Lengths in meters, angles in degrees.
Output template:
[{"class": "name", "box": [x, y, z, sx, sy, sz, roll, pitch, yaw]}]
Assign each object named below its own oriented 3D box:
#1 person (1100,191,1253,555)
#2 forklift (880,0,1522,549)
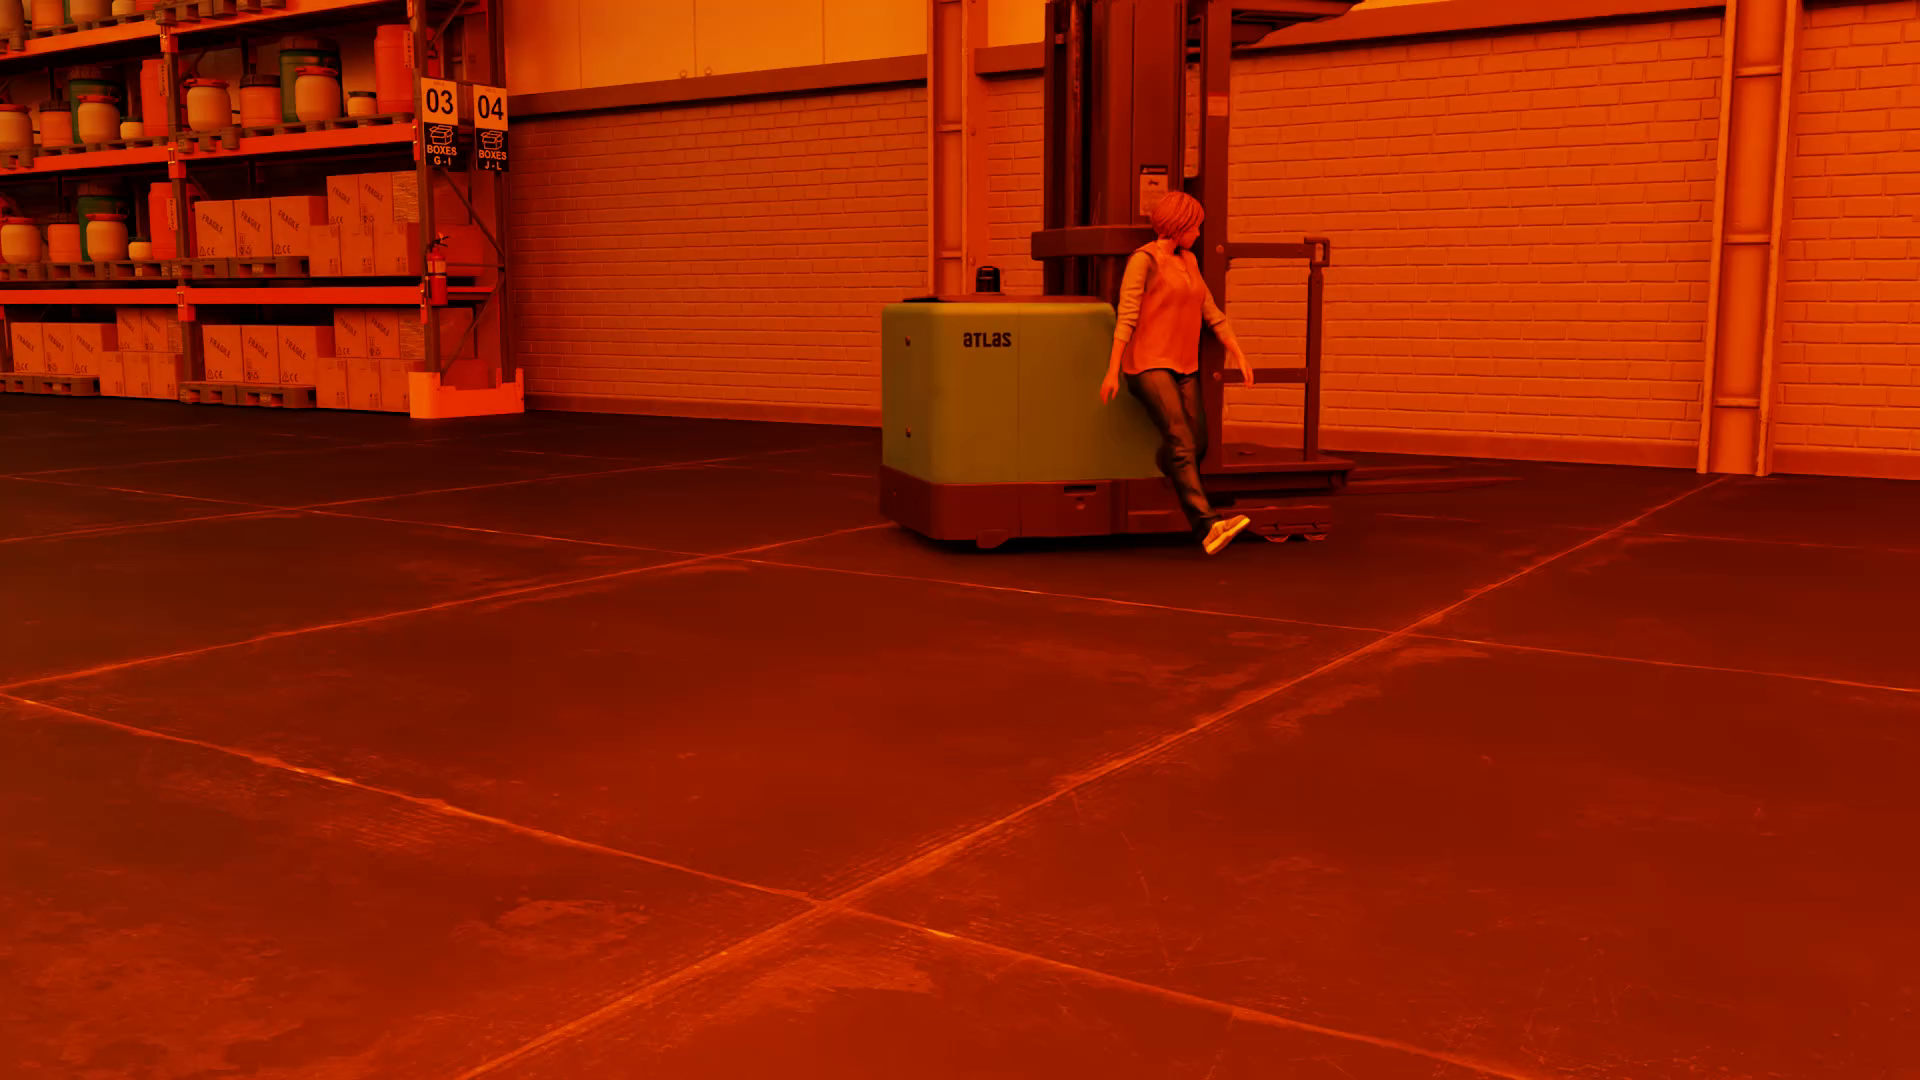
[{"class": "person", "box": [0.933, -0.712, 7.077, 0.862, 1.510, 0.575, 7, 11, 41]}, {"class": "forklift", "box": [1.193, -1.507, 7.787, 3.031, 2.935, 1.130, -2, 8, -17]}]
